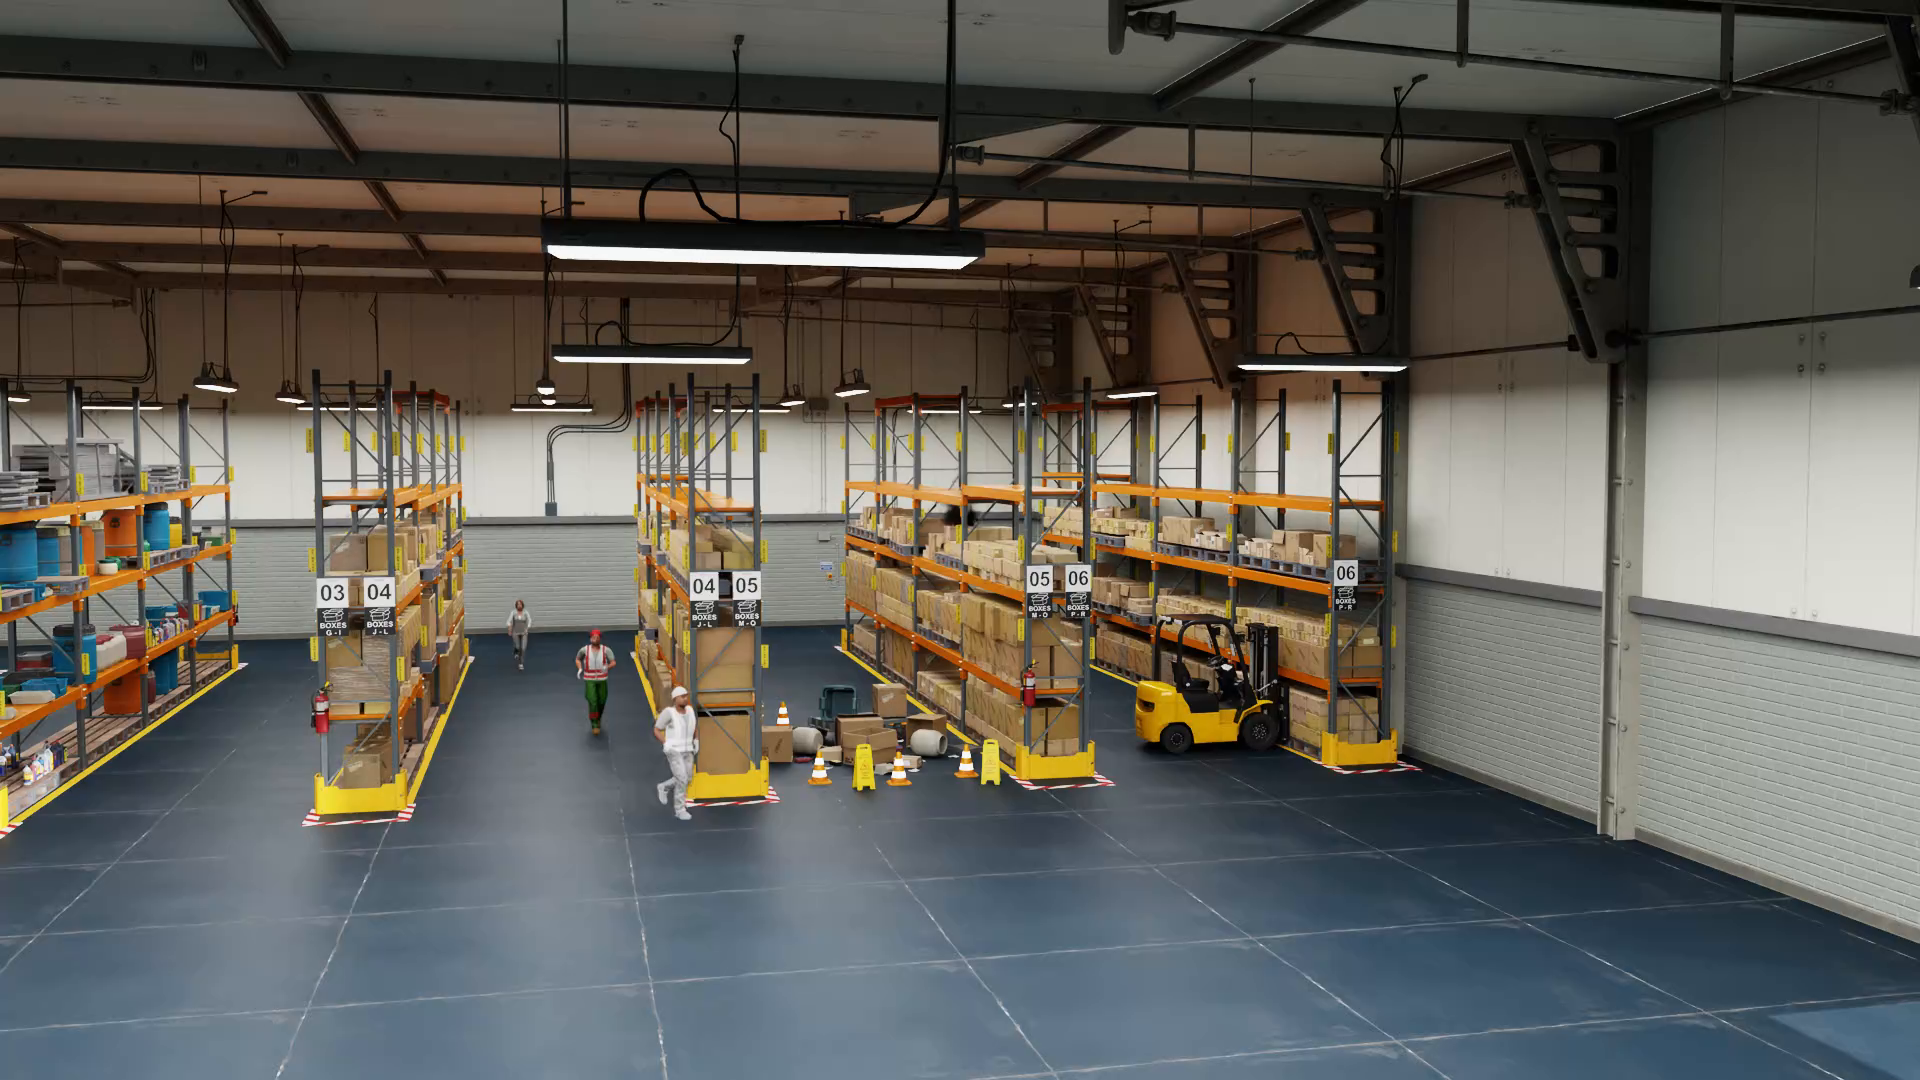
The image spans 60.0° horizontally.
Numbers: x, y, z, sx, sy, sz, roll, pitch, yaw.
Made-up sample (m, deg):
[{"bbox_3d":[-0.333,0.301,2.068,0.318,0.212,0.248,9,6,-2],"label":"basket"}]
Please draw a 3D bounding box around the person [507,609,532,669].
[{"bbox_3d":[-9.826,2.207,37.106,0.528,1.341,0.489,-1,3,-17],"label":"person"}]

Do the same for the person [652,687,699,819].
[{"bbox_3d":[-3.838,2.845,22.446,0.755,1.759,0.712,3,4,38],"label":"person"}]

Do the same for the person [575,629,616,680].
[{"bbox_3d":[-6.307,1.977,28.798,0.673,0.869,0.397,-1,3,-18],"label":"person"}]
